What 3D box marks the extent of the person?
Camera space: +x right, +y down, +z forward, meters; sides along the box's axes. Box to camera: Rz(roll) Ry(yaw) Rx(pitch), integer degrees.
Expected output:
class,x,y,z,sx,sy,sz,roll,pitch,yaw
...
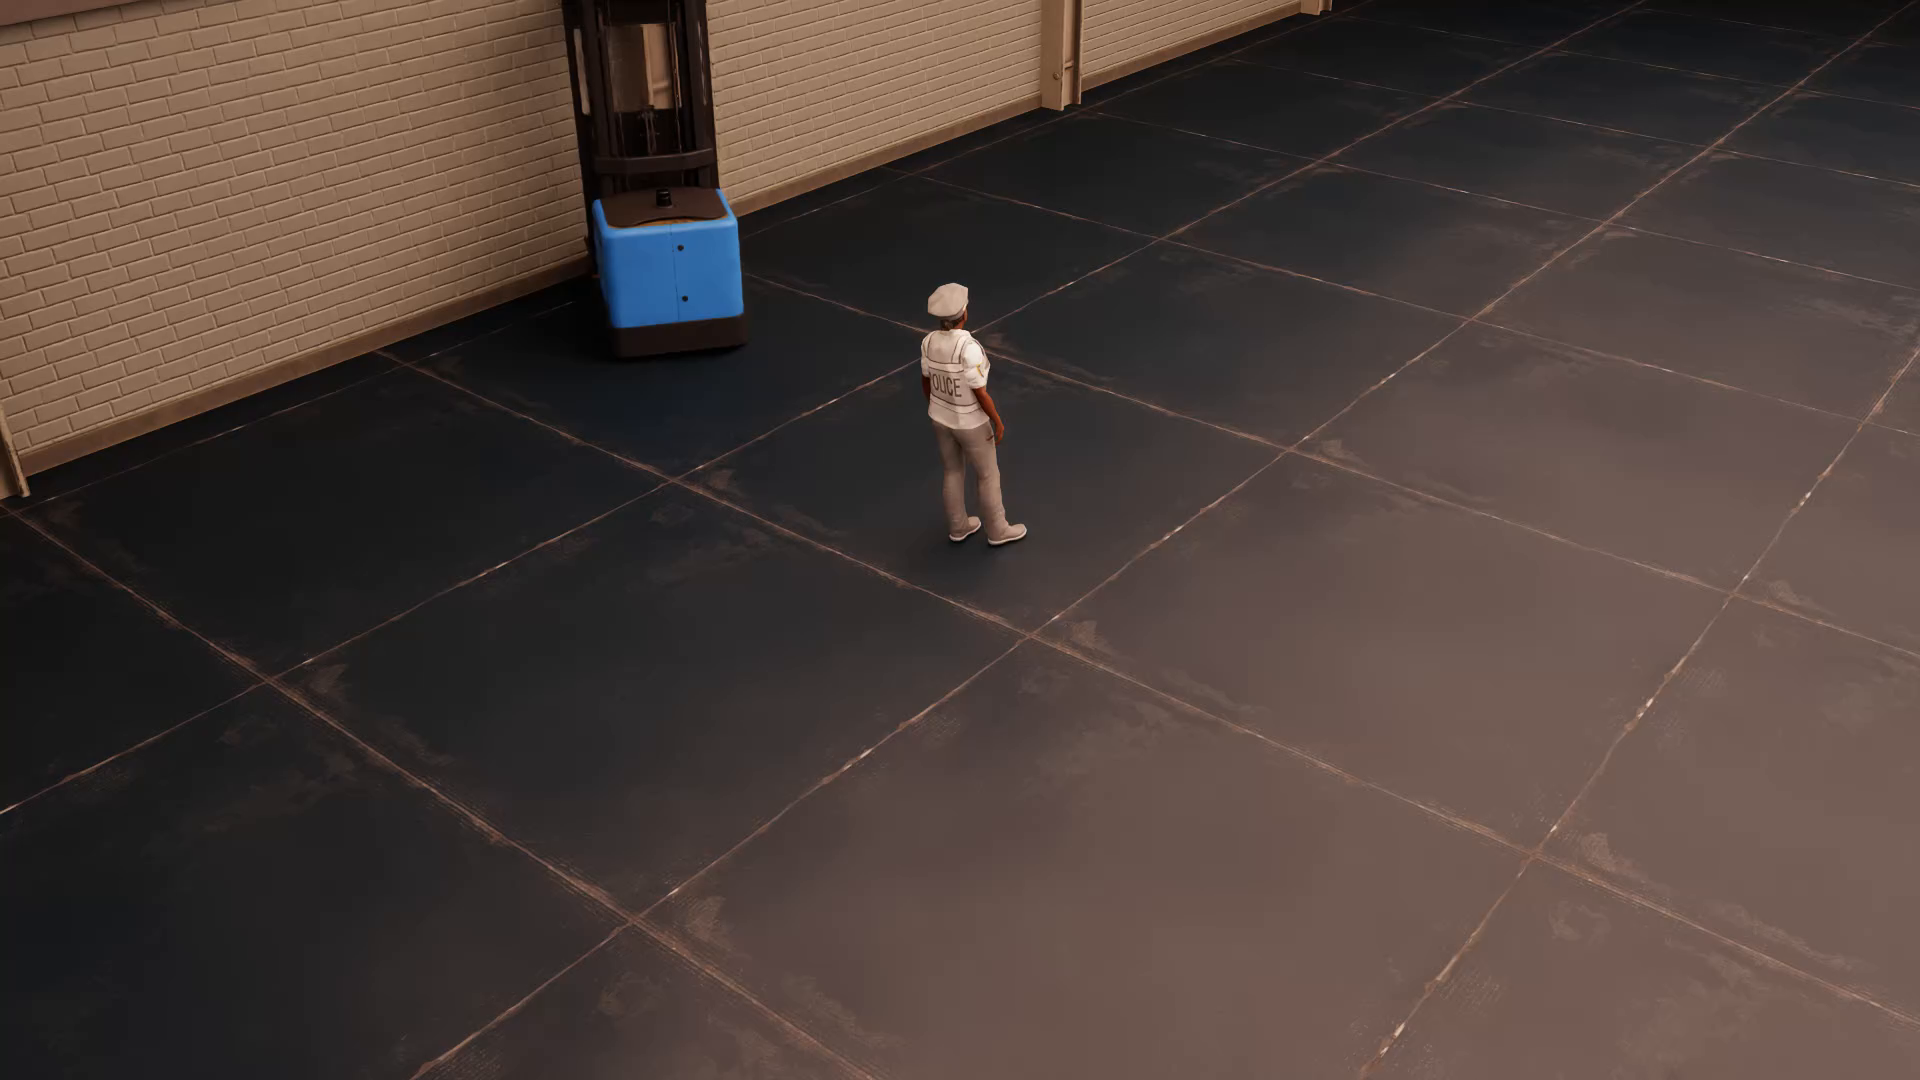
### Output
class,x,y,z,sx,sy,sz,roll,pitch,yaw
person,0.062,-0.761,10.108,0.569,1.694,0.530,22,37,33

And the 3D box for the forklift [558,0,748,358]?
class,x,y,z,sx,sy,sz,roll,pitch,yaw
forklift,-2.564,-3.395,13.405,1.130,2.935,3.031,-8,31,-14
